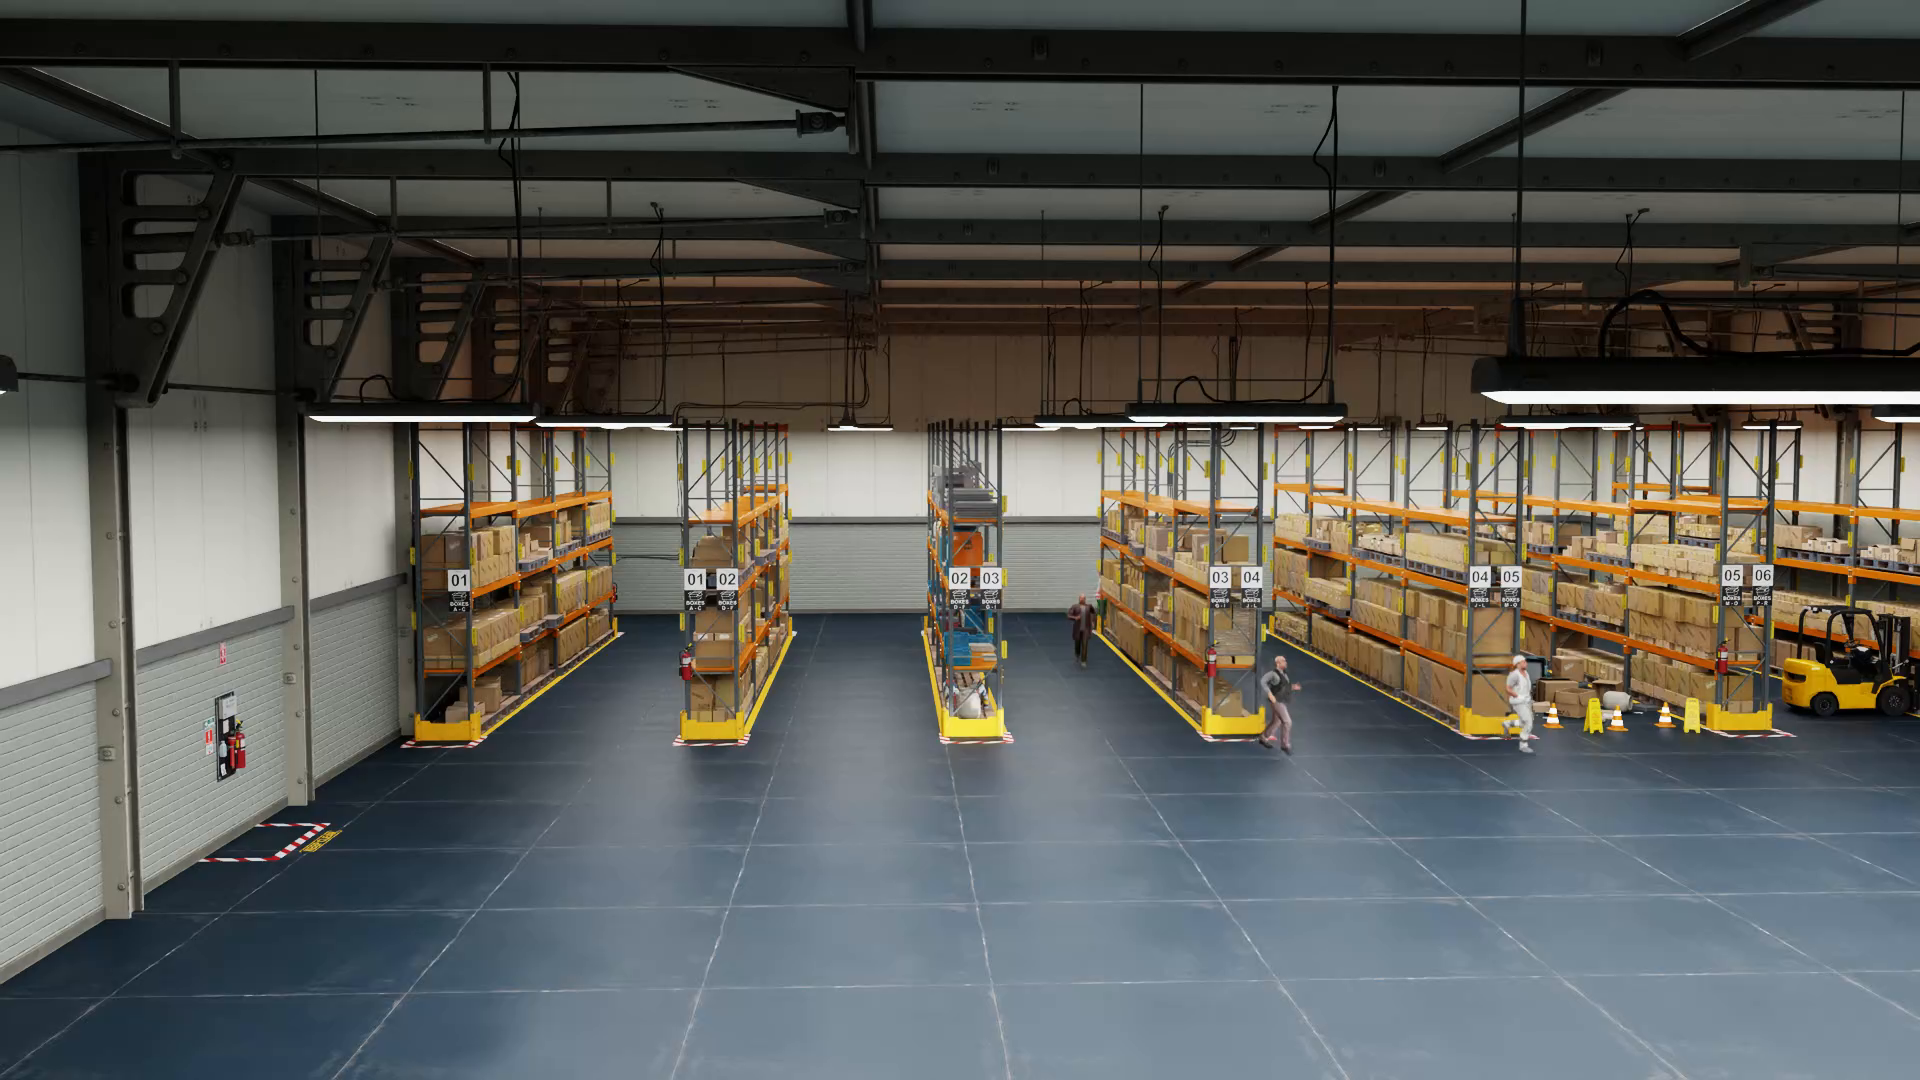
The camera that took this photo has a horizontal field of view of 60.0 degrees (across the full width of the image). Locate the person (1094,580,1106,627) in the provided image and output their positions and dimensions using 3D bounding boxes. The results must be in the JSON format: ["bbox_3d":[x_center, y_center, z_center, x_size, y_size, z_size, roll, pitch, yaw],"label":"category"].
[{"bbox_3d":[4.243,1.724,48.853,0.657,1.728,0.707,1,4,19],"label":"person"}]

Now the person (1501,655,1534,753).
[{"bbox_3d":[10.058,2.941,30.013,0.671,1.736,0.688,3,5,42],"label":"person"}]

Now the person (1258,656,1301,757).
[{"bbox_3d":[5.700,2.963,29.748,0.799,1.783,0.642,2,4,33],"label":"person"}]

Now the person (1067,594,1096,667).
[{"bbox_3d":[2.986,2.196,40.868,0.713,1.767,1.001,0,4,0],"label":"person"}]
